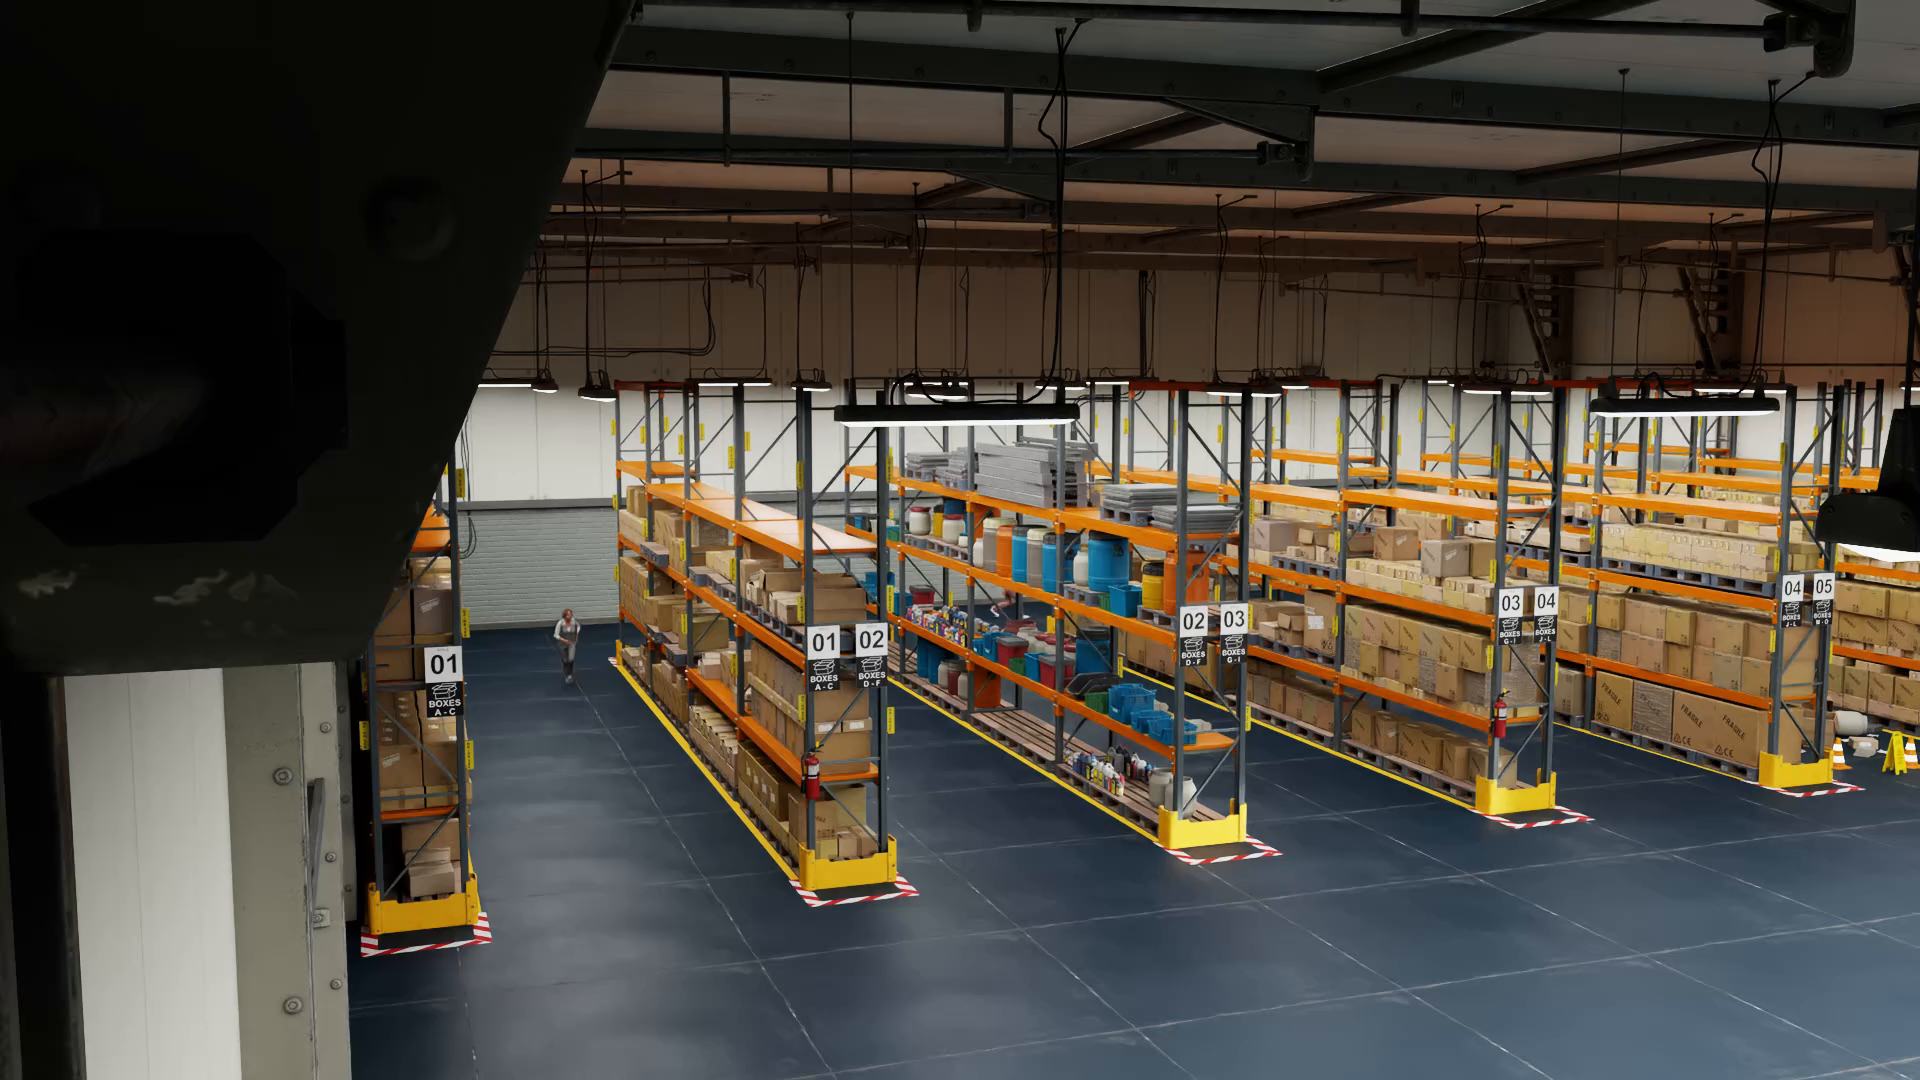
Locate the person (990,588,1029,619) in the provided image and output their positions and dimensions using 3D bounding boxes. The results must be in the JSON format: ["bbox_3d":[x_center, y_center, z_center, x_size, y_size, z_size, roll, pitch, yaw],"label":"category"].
[{"bbox_3d":[1.226,1.179,41.356,0.986,1.558,0.443,1,6,6],"label":"person"}]

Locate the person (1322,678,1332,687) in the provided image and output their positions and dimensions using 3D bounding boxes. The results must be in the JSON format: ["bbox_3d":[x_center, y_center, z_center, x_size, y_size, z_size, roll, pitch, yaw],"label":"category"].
[{"bbox_3d":[6.949,2.193,31.516,0.548,1.643,0.607,-1,6,-6],"label":"person"}]

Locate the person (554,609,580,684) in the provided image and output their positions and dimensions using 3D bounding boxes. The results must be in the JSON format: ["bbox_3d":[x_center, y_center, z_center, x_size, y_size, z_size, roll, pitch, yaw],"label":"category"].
[{"bbox_3d":[-7.757,2.087,32.870,0.482,1.516,0.783,-1,6,-10],"label":"person"}]
